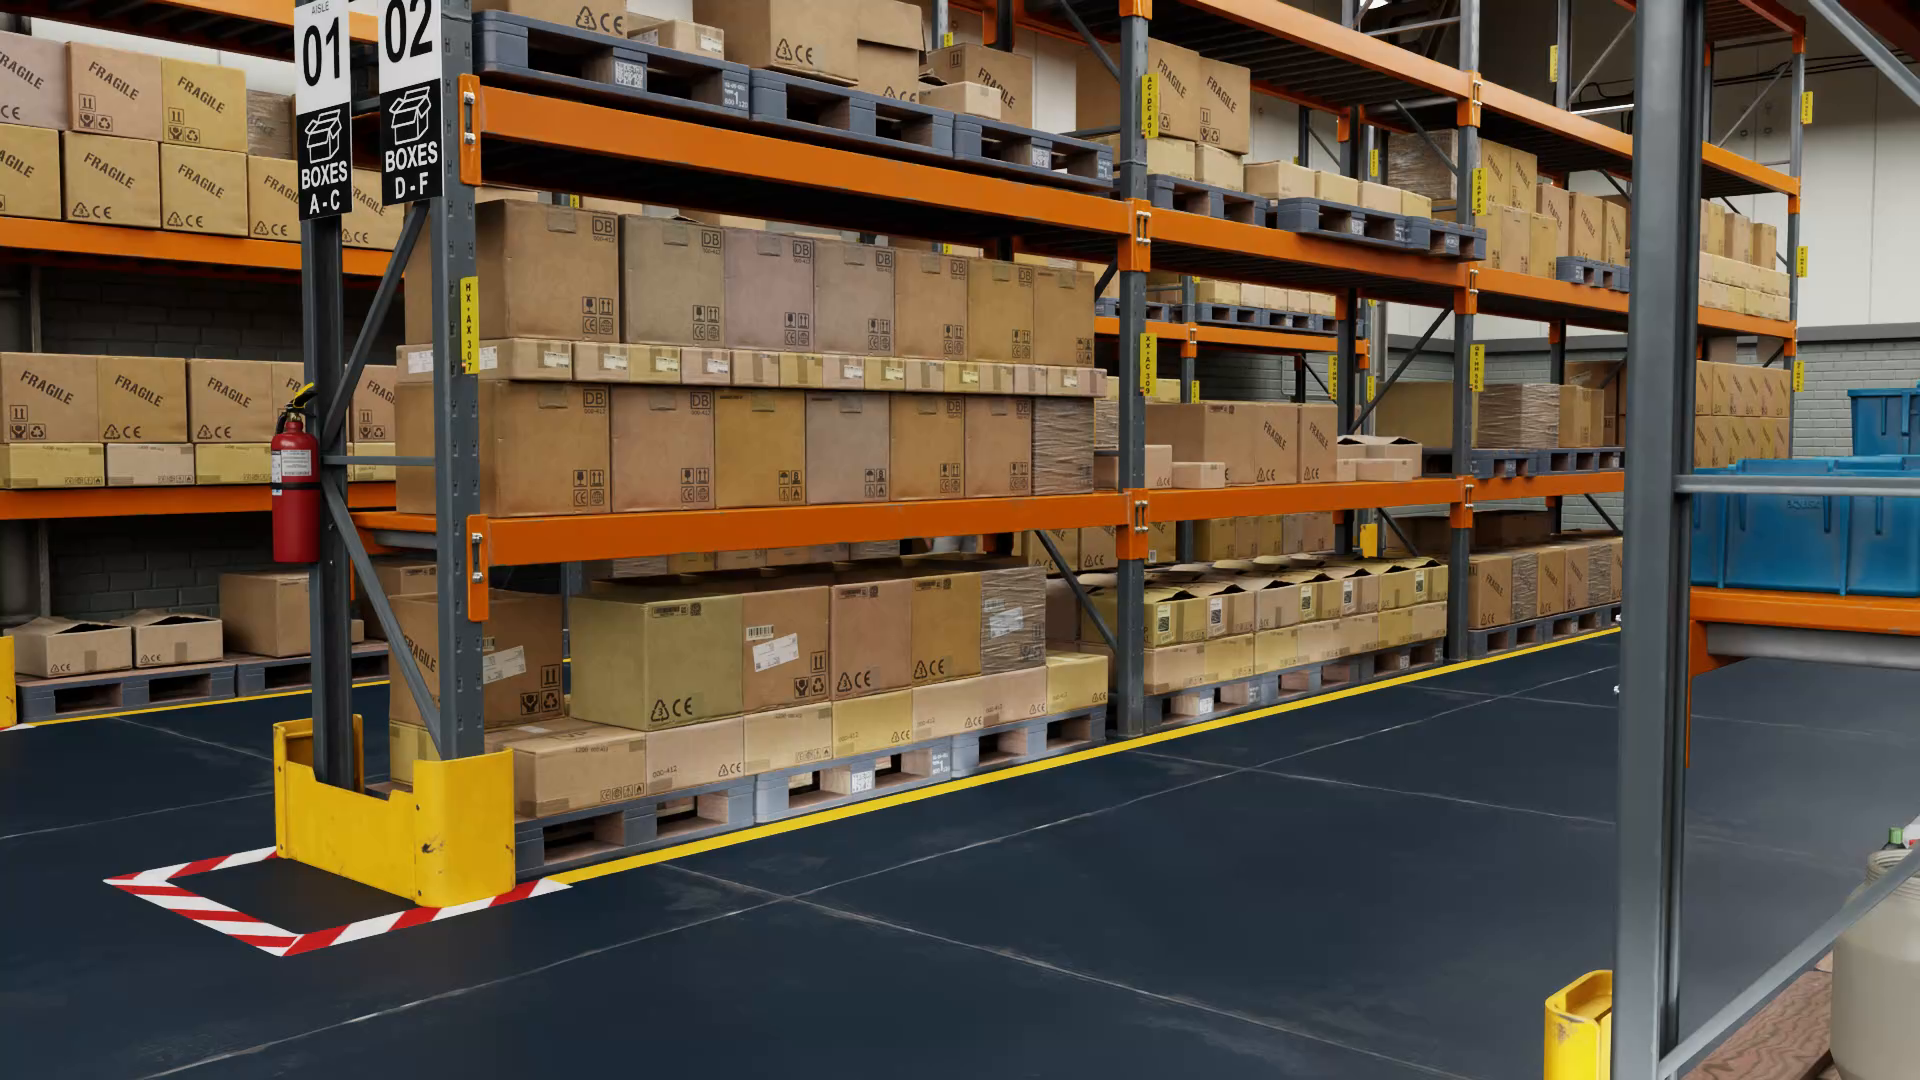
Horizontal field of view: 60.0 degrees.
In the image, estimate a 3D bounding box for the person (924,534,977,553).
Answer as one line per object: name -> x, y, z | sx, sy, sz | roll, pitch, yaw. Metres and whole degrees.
person -> -0.075, -0.095, 13.089 | 0.395, 1.774, 0.527 | 3, 5, 42
